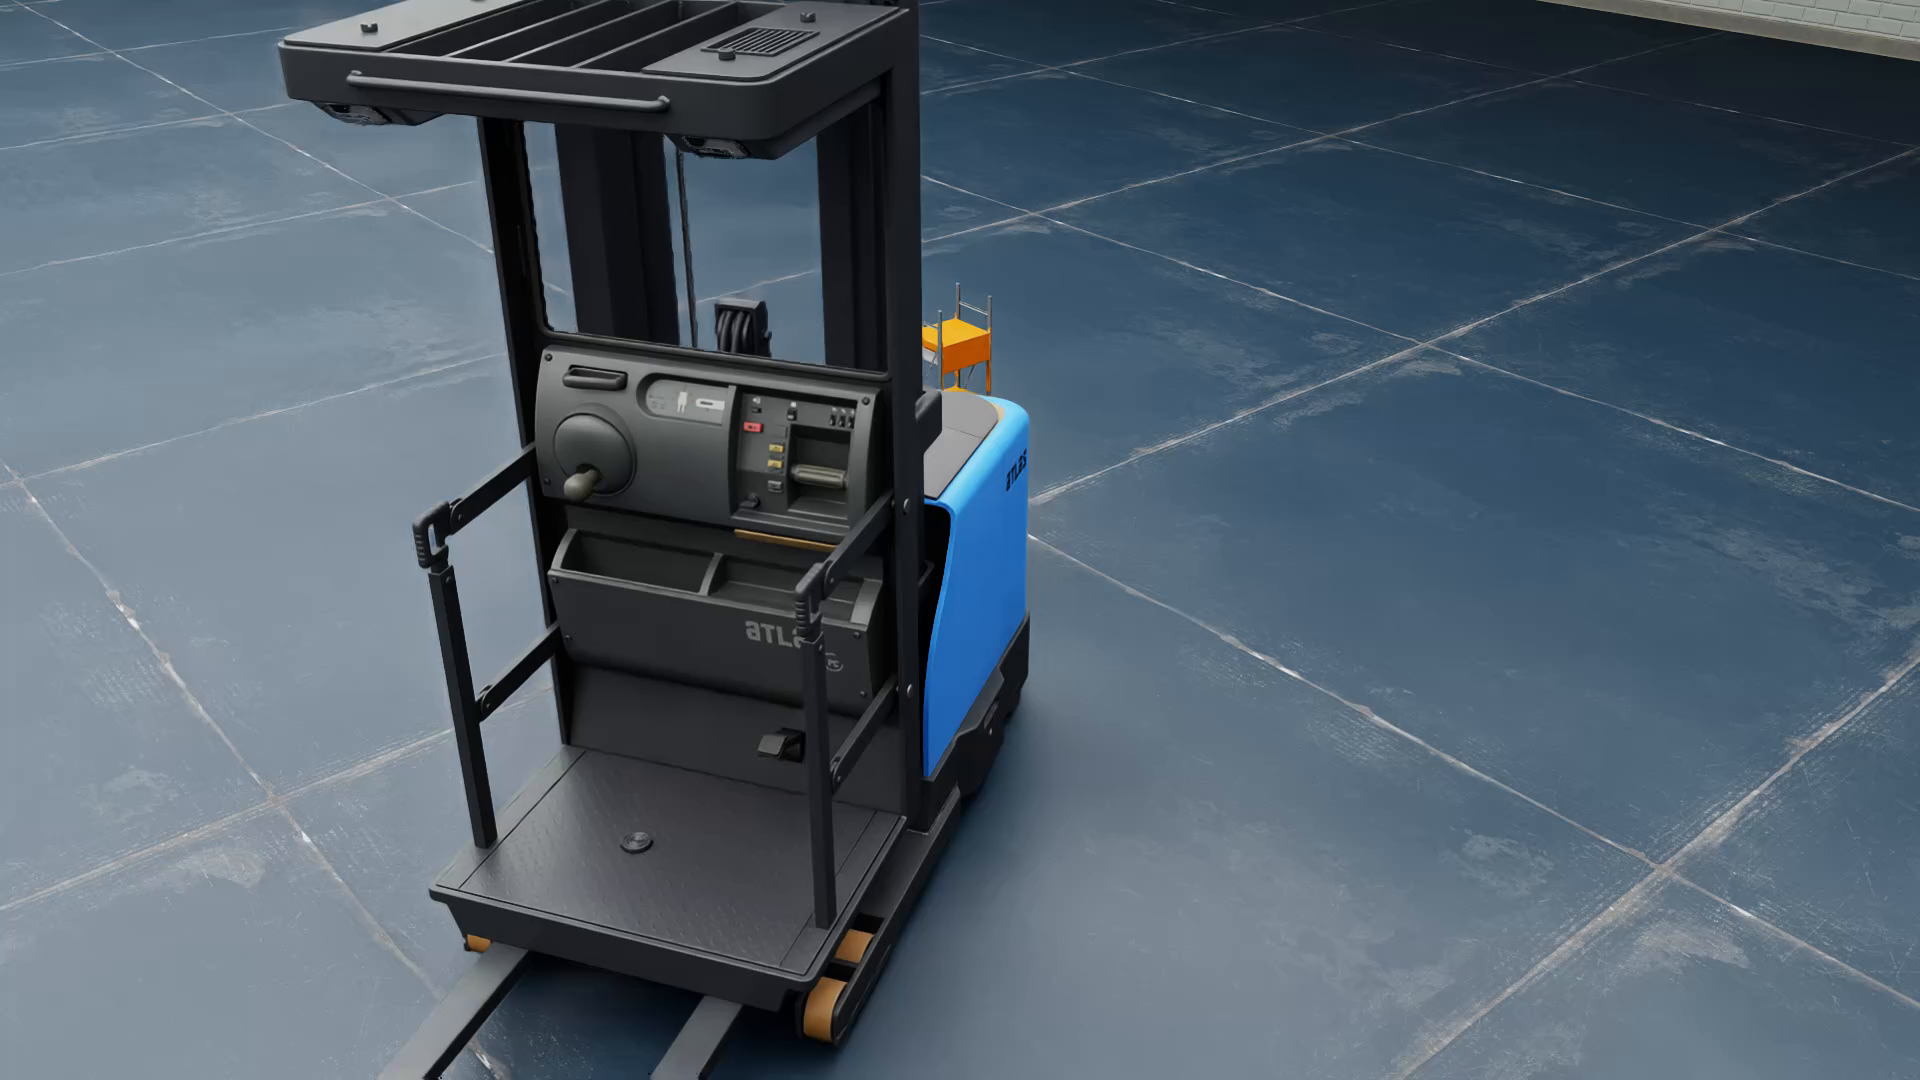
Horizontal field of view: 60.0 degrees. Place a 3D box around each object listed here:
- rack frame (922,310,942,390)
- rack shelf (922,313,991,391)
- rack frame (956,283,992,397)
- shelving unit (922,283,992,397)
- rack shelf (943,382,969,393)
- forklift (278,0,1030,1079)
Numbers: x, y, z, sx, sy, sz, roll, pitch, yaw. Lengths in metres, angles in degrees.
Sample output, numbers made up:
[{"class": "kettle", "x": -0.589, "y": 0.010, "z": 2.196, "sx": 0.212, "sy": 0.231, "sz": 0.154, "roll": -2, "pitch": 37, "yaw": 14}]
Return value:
[{"class": "rack frame", "x": -0.134, "y": -0.409, "z": 6.402, "sx": 0.008, "sy": 1.050, "sz": 0.200, "roll": -22, "pitch": 35, "yaw": -35}, {"class": "rack shelf", "x": -0.041, "y": -0.688, "z": 6.343, "sx": 0.240, "sy": 0.259, "sz": 0.215, "roll": -22, "pitch": 35, "yaw": -35}, {"class": "rack frame", "x": 0.052, "y": -0.484, "z": 6.542, "sx": 0.008, "sy": 1.050, "sz": 0.200, "roll": -22, "pitch": 35, "yaw": -35}, {"class": "shelving unit", "x": -0.041, "y": -0.447, "z": 6.472, "sx": 0.252, "sy": 1.050, "sz": 0.215, "roll": -22, "pitch": 35, "yaw": -35}, {"class": "rack shelf", "x": -0.041, "y": -0.437, "z": 6.477, "sx": 0.240, "sy": 0.259, "sz": 0.215, "roll": -22, "pitch": 35, "yaw": -35}, {"class": "forklift", "x": -0.720, "y": -0.207, "z": 4.027, "sx": 1.130, "sy": 2.935, "sz": 3.031, "roll": 9, "pitch": 29, "yaw": 16}]
